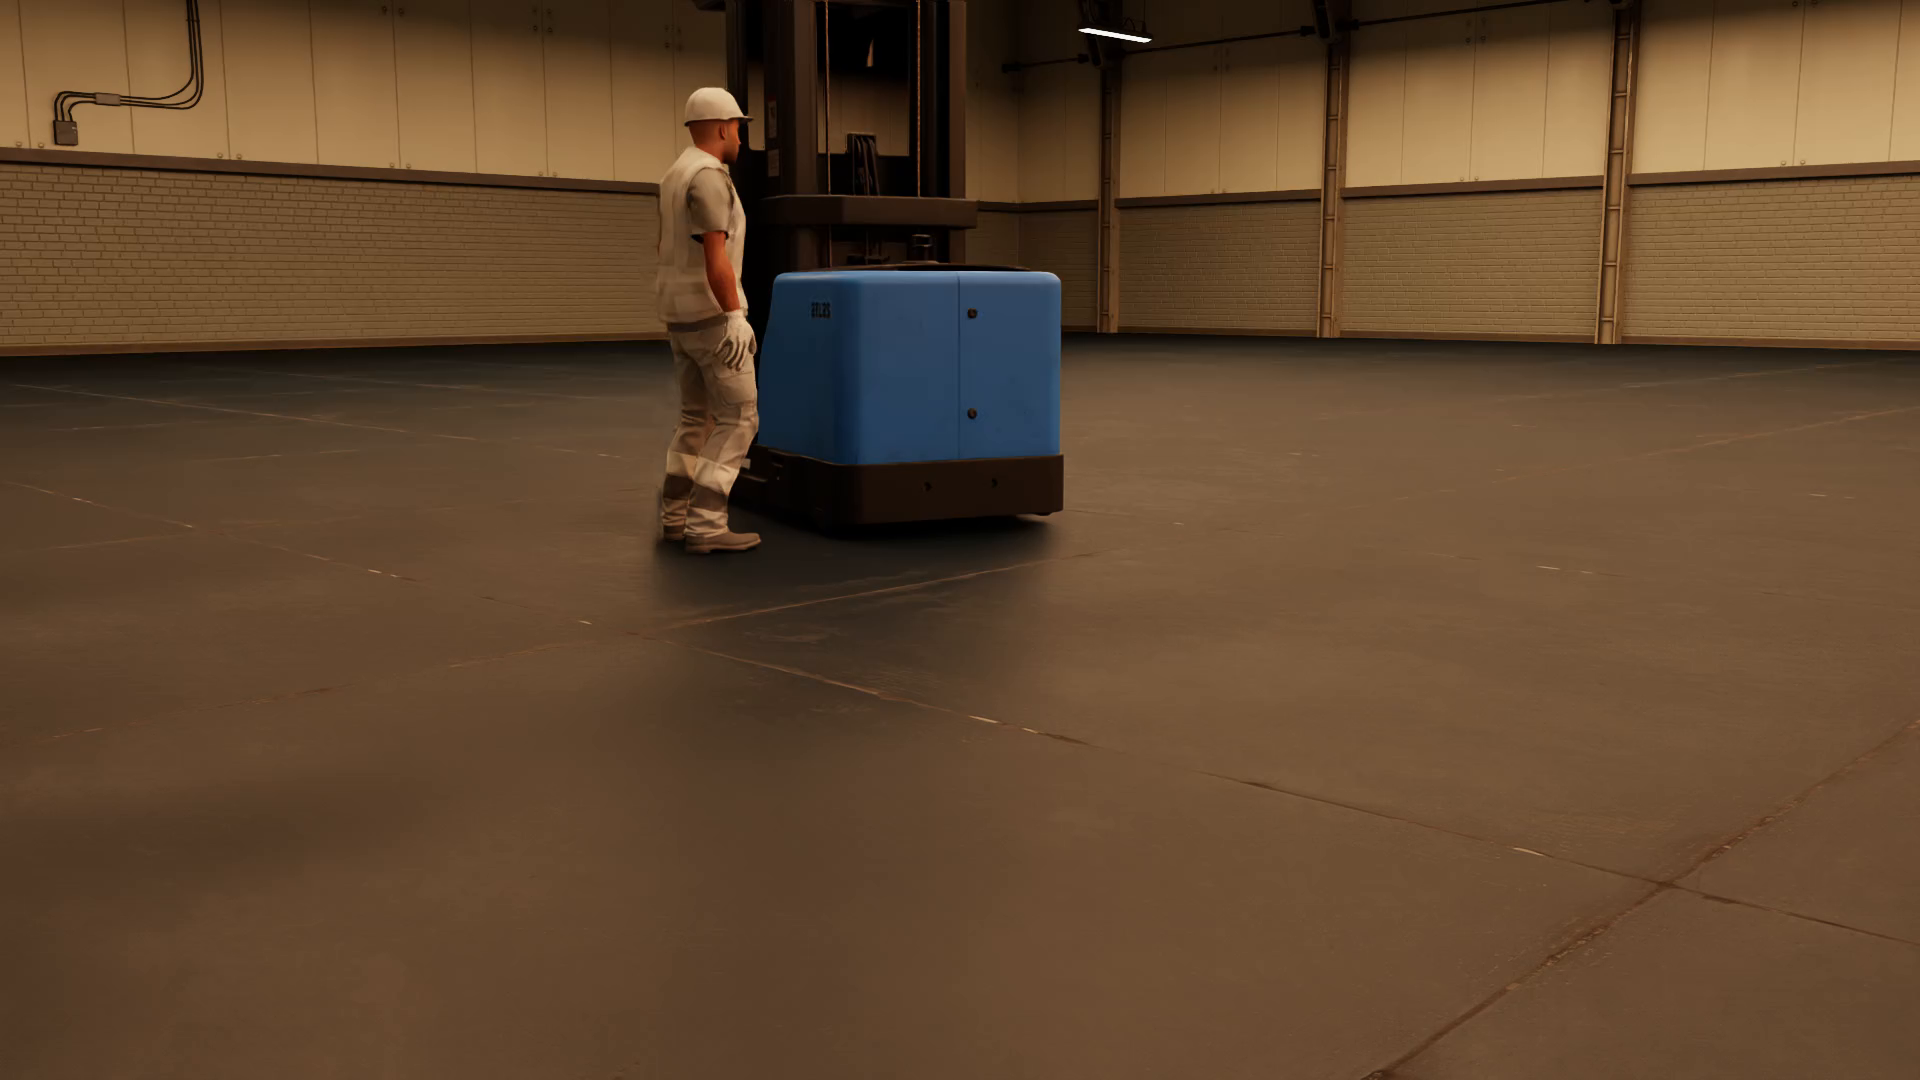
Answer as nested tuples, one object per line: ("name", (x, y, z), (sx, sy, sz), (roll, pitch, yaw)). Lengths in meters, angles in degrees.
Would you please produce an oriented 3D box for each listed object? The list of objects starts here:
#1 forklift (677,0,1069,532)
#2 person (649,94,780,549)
("forklift", (-0.628, -1.664, 7.925), (1.130, 2.935, 3.031), (-4, 9, -25))
("person", (-0.896, -0.837, 6.471), (0.473, 1.751, 0.855), (-5, 10, -30))
